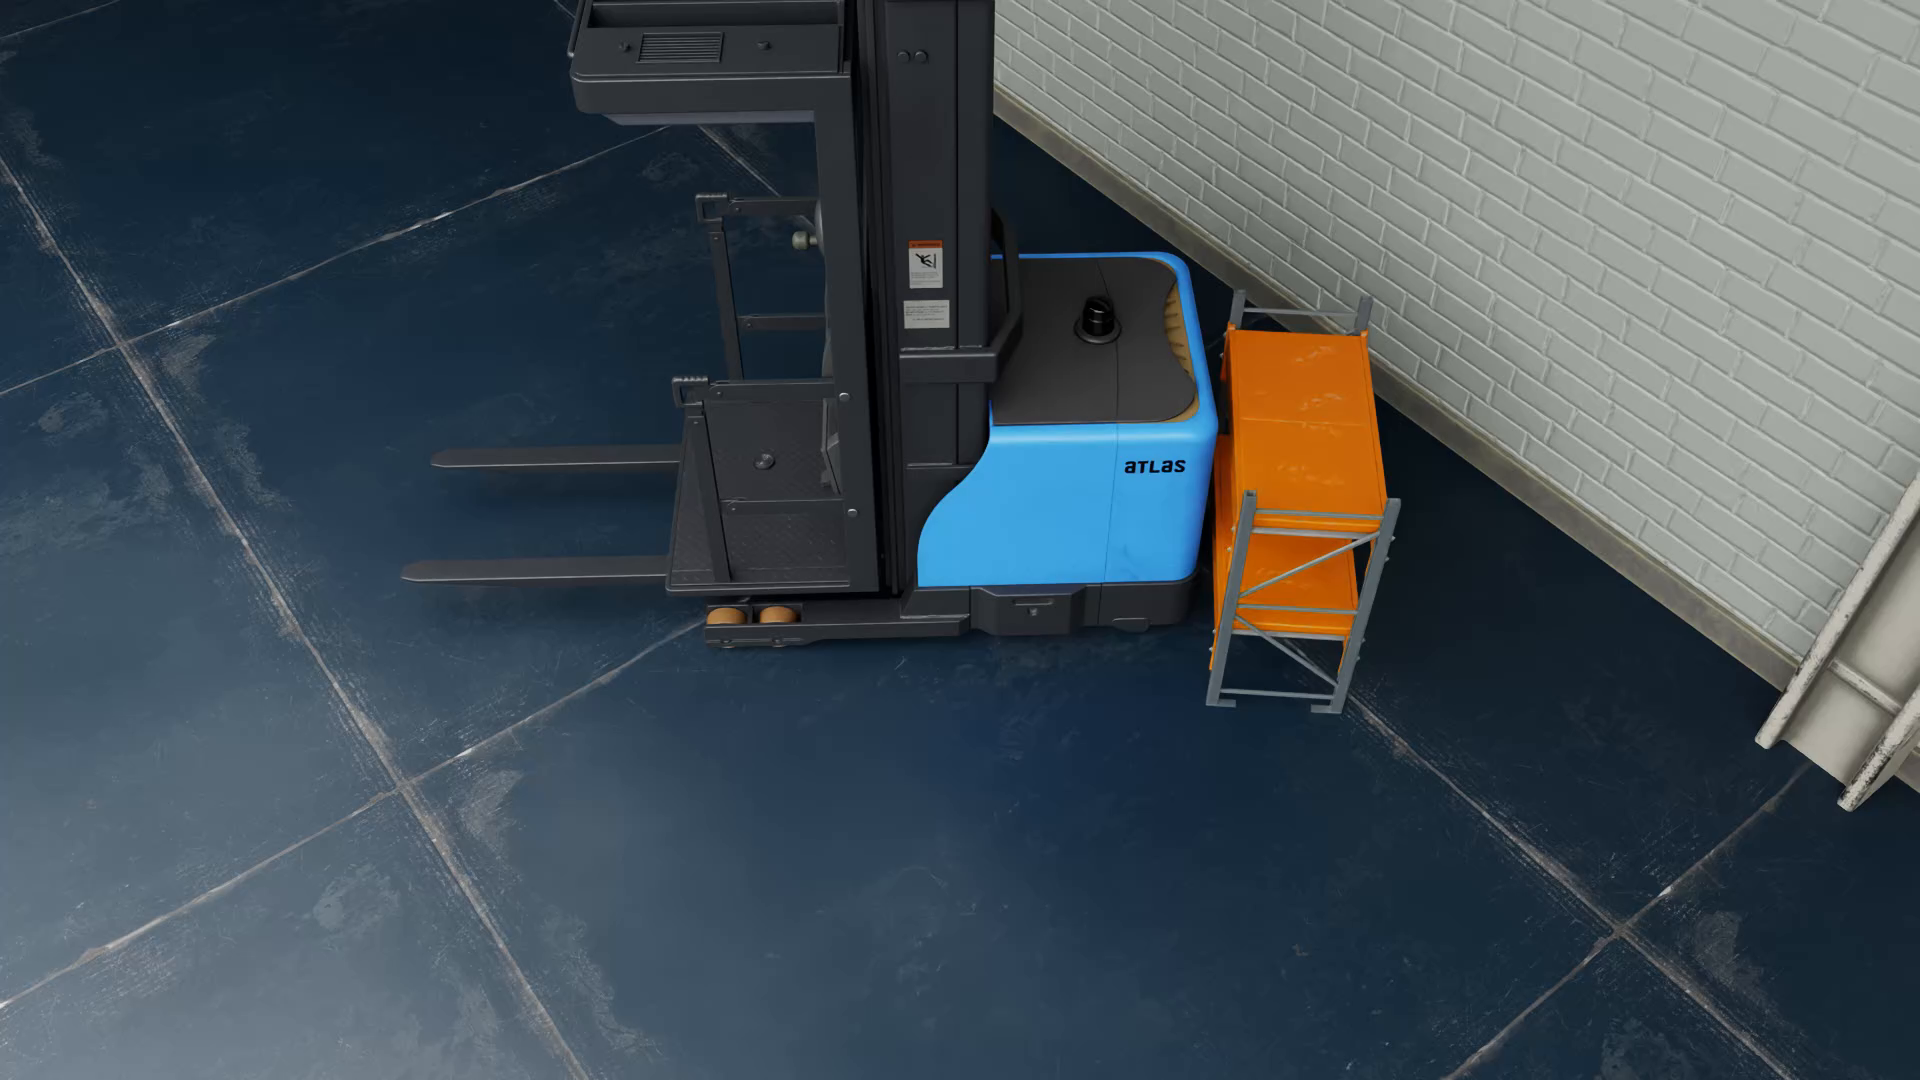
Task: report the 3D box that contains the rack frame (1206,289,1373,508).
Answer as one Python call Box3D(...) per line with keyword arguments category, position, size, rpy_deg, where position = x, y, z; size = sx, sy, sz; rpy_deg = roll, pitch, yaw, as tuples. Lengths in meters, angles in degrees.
Box3D(category="rack frame", position=(1.246, -0.510, 6.451), size=(0.500, 1.125, 0.032), rpy_deg=(3, 48, 3))

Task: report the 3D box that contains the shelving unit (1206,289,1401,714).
Box3D(category="shelving unit", position=(1.206, -0.134, 6.111), size=(0.538, 1.125, 1.048), rpy_deg=(3, 48, 3))

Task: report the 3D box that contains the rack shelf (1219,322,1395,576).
Box3D(category="rack shelf", position=(1.206, -0.331, 5.894), size=(0.538, 0.278, 1.000), rpy_deg=(3, 48, 3))

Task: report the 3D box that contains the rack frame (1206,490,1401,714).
Box3D(category="rack frame", position=(1.166, 0.241, 5.770), size=(0.500, 1.125, 0.032), rpy_deg=(3, 48, 3))

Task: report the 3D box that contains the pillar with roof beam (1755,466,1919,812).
Box3D(category="pillar with roof beam", position=(-0.279, -0.313, 0.958), size=(9.100, 9.000, 0.400), rpy_deg=(-29, 54, -24))

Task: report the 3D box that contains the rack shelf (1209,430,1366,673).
Box3D(category="rack shelf", position=(1.206, 0.030, 6.292), size=(0.538, 0.278, 1.000), rpy_deg=(3, 48, 3))

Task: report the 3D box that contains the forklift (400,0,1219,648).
Box3D(category="forklift", position=(-0.624, -0.971, 5.651), size=(3.031, 2.935, 1.130), rpy_deg=(-1, 48, -1))
